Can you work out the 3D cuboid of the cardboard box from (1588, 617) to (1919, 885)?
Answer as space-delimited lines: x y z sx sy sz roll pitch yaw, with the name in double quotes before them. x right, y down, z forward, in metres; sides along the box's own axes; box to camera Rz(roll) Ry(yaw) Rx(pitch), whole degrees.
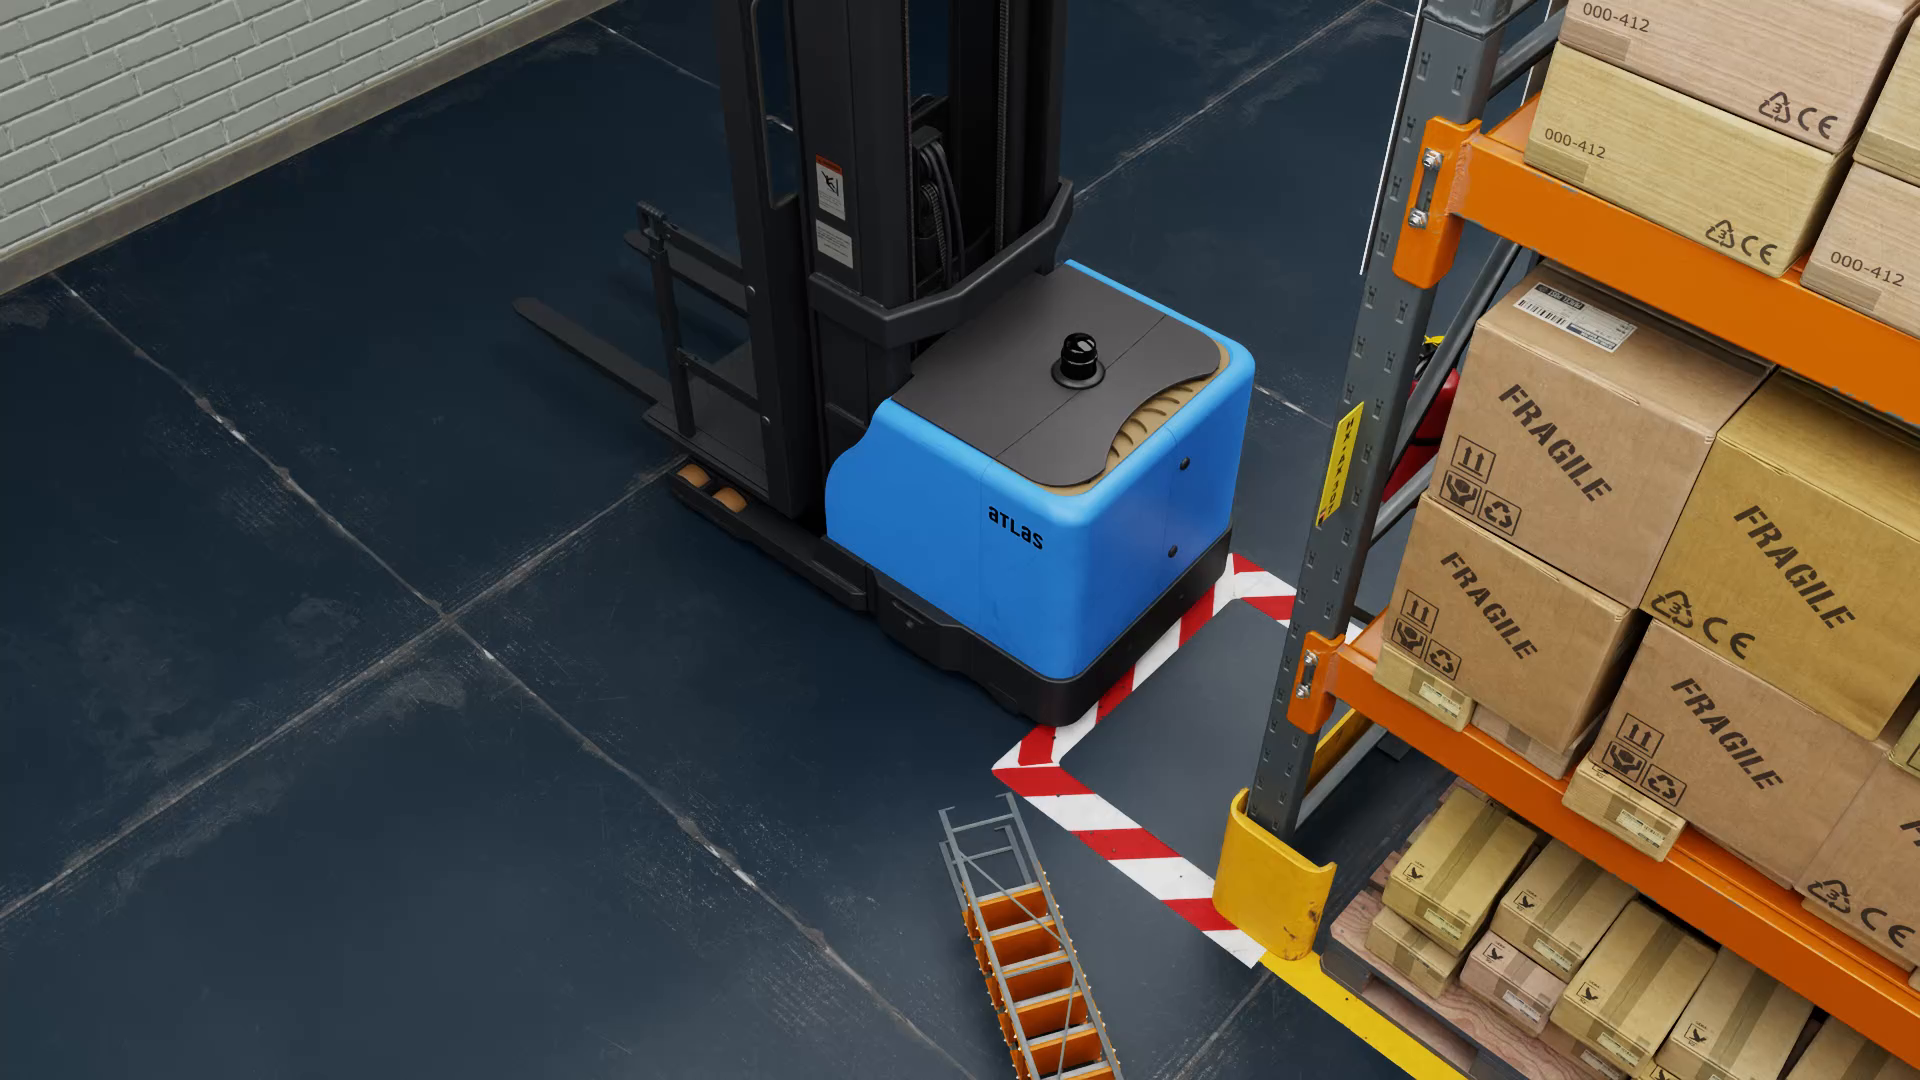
"cardboard box" 1.780 0.321 3.618 0.500 0.500 0.500 34 55 28

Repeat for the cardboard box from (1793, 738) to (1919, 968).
"cardboard box" 2.131 0.570 3.385 0.500 0.500 0.500 35 56 28

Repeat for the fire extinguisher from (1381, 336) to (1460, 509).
"fire extinguisher" 1.355 -0.382 4.859 0.183 0.674 0.296 34 55 28

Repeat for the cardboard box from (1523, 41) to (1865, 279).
"cardboard box" 1.383 -0.780 2.970 0.500 0.250 0.500 36 56 29

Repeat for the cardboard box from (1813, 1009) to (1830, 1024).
"cardboard box" 2.569 1.274 4.664 0.250 0.149 0.380 32 54 26

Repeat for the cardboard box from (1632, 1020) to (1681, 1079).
"cardboard box" 1.955 1.387 4.353 0.250 0.149 0.380 36 56 29

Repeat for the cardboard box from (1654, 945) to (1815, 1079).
"cardboard box" 2.002 1.249 4.279 0.250 0.149 0.380 31 54 26

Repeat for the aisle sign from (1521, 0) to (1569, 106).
"aisle sign" 1.377 -1.251 3.583 0.004 0.787 0.394 34 55 28

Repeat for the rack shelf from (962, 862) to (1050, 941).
"rack shelf" 0.139 1.104 5.081 0.258 0.180 0.103 -13 48 -12

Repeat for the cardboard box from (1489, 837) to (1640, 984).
"cardboard box" 1.666 0.978 4.534 0.250 0.149 0.380 35 56 28

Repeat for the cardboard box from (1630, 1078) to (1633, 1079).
"cardboard box" 1.943 1.489 4.462 0.250 0.149 0.380 35 56 28

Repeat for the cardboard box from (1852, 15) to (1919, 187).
"cardboard box" 1.757 -0.697 2.549 0.500 0.250 0.500 33 55 27

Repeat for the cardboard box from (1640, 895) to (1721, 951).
"cardboard box" 2.148 1.066 4.859 0.250 0.149 0.380 34 55 28

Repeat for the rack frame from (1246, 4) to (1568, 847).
"rack frame" 1.227 -0.164 4.346 0.127 3.000 1.000 34 55 28

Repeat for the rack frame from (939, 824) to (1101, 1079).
"rack frame" 0.221 1.365 4.961 0.240 0.006 1.200 -13 48 -12

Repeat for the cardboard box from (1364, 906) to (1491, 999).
"cardboard box" 1.395 1.099 4.828 0.250 0.149 0.380 35 56 28

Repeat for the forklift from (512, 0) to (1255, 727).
"forklift" -0.481 -1.300 5.460 3.031 2.935 1.130 32 54 26

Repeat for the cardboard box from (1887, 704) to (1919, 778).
"cardboard box" 2.119 0.237 3.011 0.500 0.500 0.500 33 55 27

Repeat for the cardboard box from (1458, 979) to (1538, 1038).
"cardboard box" 1.643 1.184 4.748 0.250 0.149 0.380 34 55 28

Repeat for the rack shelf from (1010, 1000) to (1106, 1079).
"rack shelf" 0.278 1.439 4.766 0.258 0.180 0.103 -13 48 -12

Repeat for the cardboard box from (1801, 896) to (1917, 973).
"cardboard box" 2.085 0.725 3.684 0.250 0.149 0.380 33 55 27

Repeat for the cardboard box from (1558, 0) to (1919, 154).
"cardboard box" 1.380 -0.949 2.786 0.500 0.250 0.500 35 56 28

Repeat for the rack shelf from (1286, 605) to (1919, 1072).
"rack shelf" 2.696 1.071 3.680 4.000 0.370 1.077 34 55 28

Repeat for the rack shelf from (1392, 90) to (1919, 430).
"rack shelf" 2.696 0.045 2.587 4.000 0.370 1.077 34 55 28

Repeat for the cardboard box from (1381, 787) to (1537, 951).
"cardboard box" 1.381 0.906 4.601 0.250 0.149 0.380 32 54 26

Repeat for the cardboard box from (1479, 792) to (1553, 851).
"cardboard box" 1.755 0.817 5.093 0.250 0.149 0.380 35 56 28

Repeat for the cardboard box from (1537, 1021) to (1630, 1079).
"cardboard box" 1.830 1.303 4.636 0.250 0.149 0.380 35 56 28

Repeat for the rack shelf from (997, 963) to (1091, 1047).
"rack shelf" 0.243 1.355 4.845 0.258 0.180 0.103 -13 48 -12

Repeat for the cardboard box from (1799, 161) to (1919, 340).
"cardboard box" 1.767 -0.518 2.724 0.500 0.250 0.500 36 56 29

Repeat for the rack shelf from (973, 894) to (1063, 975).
"rack shelf" 0.174 1.188 5.002 0.258 0.180 0.103 -13 48 -12

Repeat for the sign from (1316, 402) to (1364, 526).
"sign" 0.859 -0.169 3.758 0.005 0.325 0.100 34 55 28

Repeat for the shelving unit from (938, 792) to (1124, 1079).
"shelving unit" 0.221 1.302 4.894 0.258 0.189 1.200 -13 48 -12

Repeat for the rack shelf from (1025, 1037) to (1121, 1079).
"rack shelf" 0.313 1.522 4.688 0.258 0.180 0.103 -13 48 -12

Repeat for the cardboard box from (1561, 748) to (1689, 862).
"cardboard box" 1.619 0.523 3.873 0.250 0.149 0.380 32 55 27

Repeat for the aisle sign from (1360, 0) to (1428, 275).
"aisle sign" 0.970 -0.929 3.282 0.004 0.787 0.394 34 55 28

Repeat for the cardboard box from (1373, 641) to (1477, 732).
"cardboard box" 1.242 0.258 4.123 0.250 0.149 0.380 34 55 27

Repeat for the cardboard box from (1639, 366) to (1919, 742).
"cardboard box" 1.752 -0.032 3.264 0.500 0.500 0.500 36 56 29

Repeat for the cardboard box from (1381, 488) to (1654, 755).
"cardboard box" 1.369 0.070 3.854 0.500 0.500 0.500 -36 56 -29

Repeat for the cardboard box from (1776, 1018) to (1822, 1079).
"cardboard box" 2.215 1.468 4.278 0.250 0.149 0.380 31 54 26

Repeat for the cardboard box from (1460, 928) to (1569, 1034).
"cardboard box" 1.601 1.129 4.596 0.250 0.149 0.380 34 55 28

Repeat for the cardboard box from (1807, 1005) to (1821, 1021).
"cardboard box" 2.319 1.119 4.606 0.250 0.149 0.380 33 55 27

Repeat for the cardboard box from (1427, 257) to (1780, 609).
"cardboard box" 1.377 -0.278 3.495 0.500 0.500 0.500 34 55 27

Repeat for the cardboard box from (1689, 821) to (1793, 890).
"cardboard box" 1.902 0.578 3.822 0.380 0.149 0.250 -36 56 -29

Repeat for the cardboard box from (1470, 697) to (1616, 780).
"cardboard box" 1.458 0.362 4.025 0.250 0.149 0.380 36 56 29

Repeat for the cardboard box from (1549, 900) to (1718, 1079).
"cardboard box" 1.764 1.171 4.353 0.250 0.149 0.380 34 55 28

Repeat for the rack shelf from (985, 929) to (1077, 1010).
"rack shelf" 0.208 1.271 4.924 0.258 0.180 0.103 -13 48 -12

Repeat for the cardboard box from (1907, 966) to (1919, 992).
"cardboard box" 2.247 0.862 3.555 0.250 0.149 0.380 33 55 27

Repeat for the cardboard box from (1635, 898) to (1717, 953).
"cardboard box" 1.840 1.202 4.527 0.250 0.149 0.380 35 56 28

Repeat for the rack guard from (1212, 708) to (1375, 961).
"rack guard" 1.283 0.729 5.222 0.348 0.500 1.175 34 55 28

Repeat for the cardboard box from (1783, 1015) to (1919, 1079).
"cardboard box" 2.200 1.391 4.146 0.250 0.149 0.380 36 56 29

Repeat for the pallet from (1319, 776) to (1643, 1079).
"pallet" 1.856 1.249 4.933 1.213 0.211 1.003 34 55 28

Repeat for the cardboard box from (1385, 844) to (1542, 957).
"cardboard box" 1.438 0.963 4.752 0.380 0.149 0.250 -36 56 -29

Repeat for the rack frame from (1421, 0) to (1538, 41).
"rack frame" 1.227 -2.217 2.159 0.127 3.000 1.000 34 55 28

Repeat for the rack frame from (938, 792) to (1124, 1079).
"rack frame" 0.221 1.240 4.828 0.240 0.006 1.200 -13 48 -12
